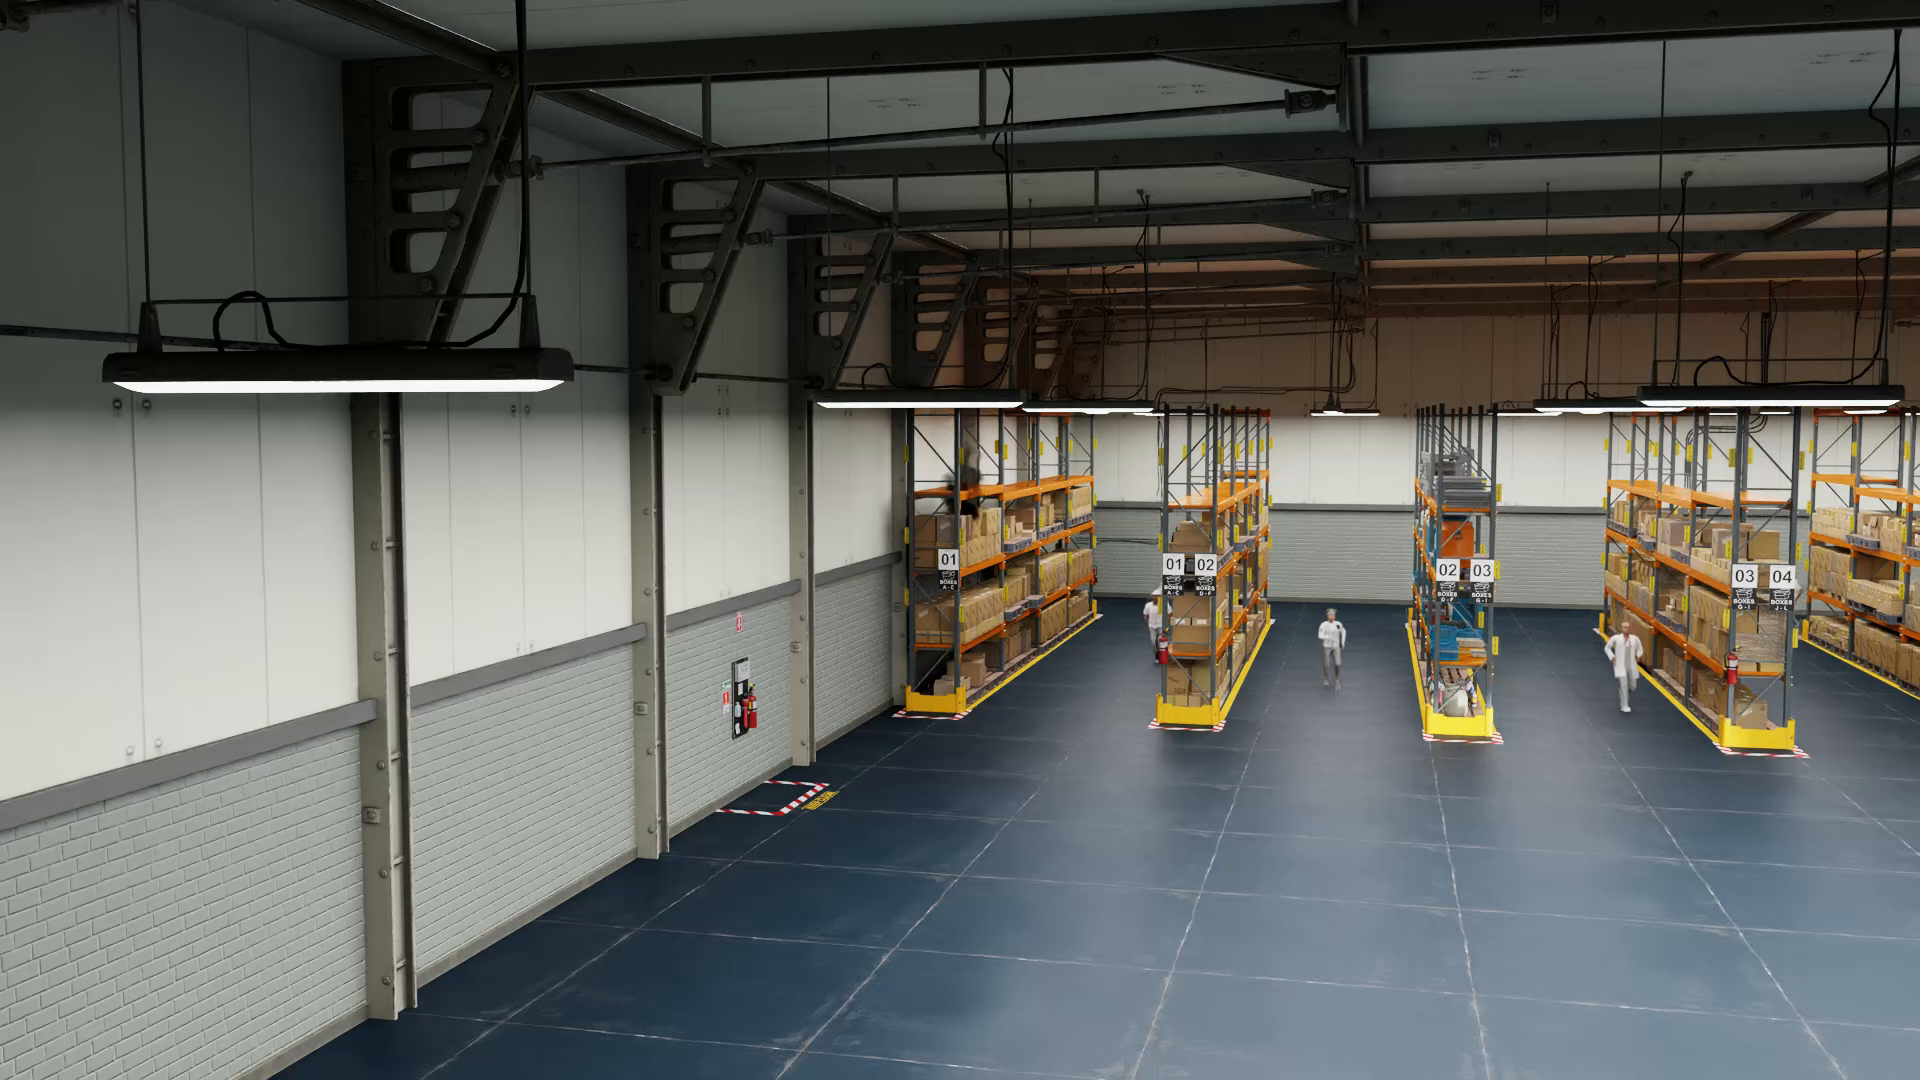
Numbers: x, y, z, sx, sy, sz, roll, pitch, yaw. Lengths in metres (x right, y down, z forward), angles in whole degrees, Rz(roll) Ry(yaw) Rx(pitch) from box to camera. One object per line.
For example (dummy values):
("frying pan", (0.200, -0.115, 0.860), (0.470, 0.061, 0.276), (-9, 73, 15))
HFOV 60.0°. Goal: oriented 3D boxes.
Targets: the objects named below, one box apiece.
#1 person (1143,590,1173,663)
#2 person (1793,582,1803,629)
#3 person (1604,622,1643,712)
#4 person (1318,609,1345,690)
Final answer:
("person", (4.593, 2.032, 38.794), (0.674, 1.719, 0.569), (1, 4, 17))
("person", (22.096, 1.674, 44.274), (0.853, 1.728, 0.626), (-1, 4, -16))
("person", (13.045, 2.476, 32.661), (0.715, 1.735, 0.826), (0, 4, 5))
("person", (7.893, 2.321, 35.268), (0.595, 1.739, 0.715), (0, 4, 6))
